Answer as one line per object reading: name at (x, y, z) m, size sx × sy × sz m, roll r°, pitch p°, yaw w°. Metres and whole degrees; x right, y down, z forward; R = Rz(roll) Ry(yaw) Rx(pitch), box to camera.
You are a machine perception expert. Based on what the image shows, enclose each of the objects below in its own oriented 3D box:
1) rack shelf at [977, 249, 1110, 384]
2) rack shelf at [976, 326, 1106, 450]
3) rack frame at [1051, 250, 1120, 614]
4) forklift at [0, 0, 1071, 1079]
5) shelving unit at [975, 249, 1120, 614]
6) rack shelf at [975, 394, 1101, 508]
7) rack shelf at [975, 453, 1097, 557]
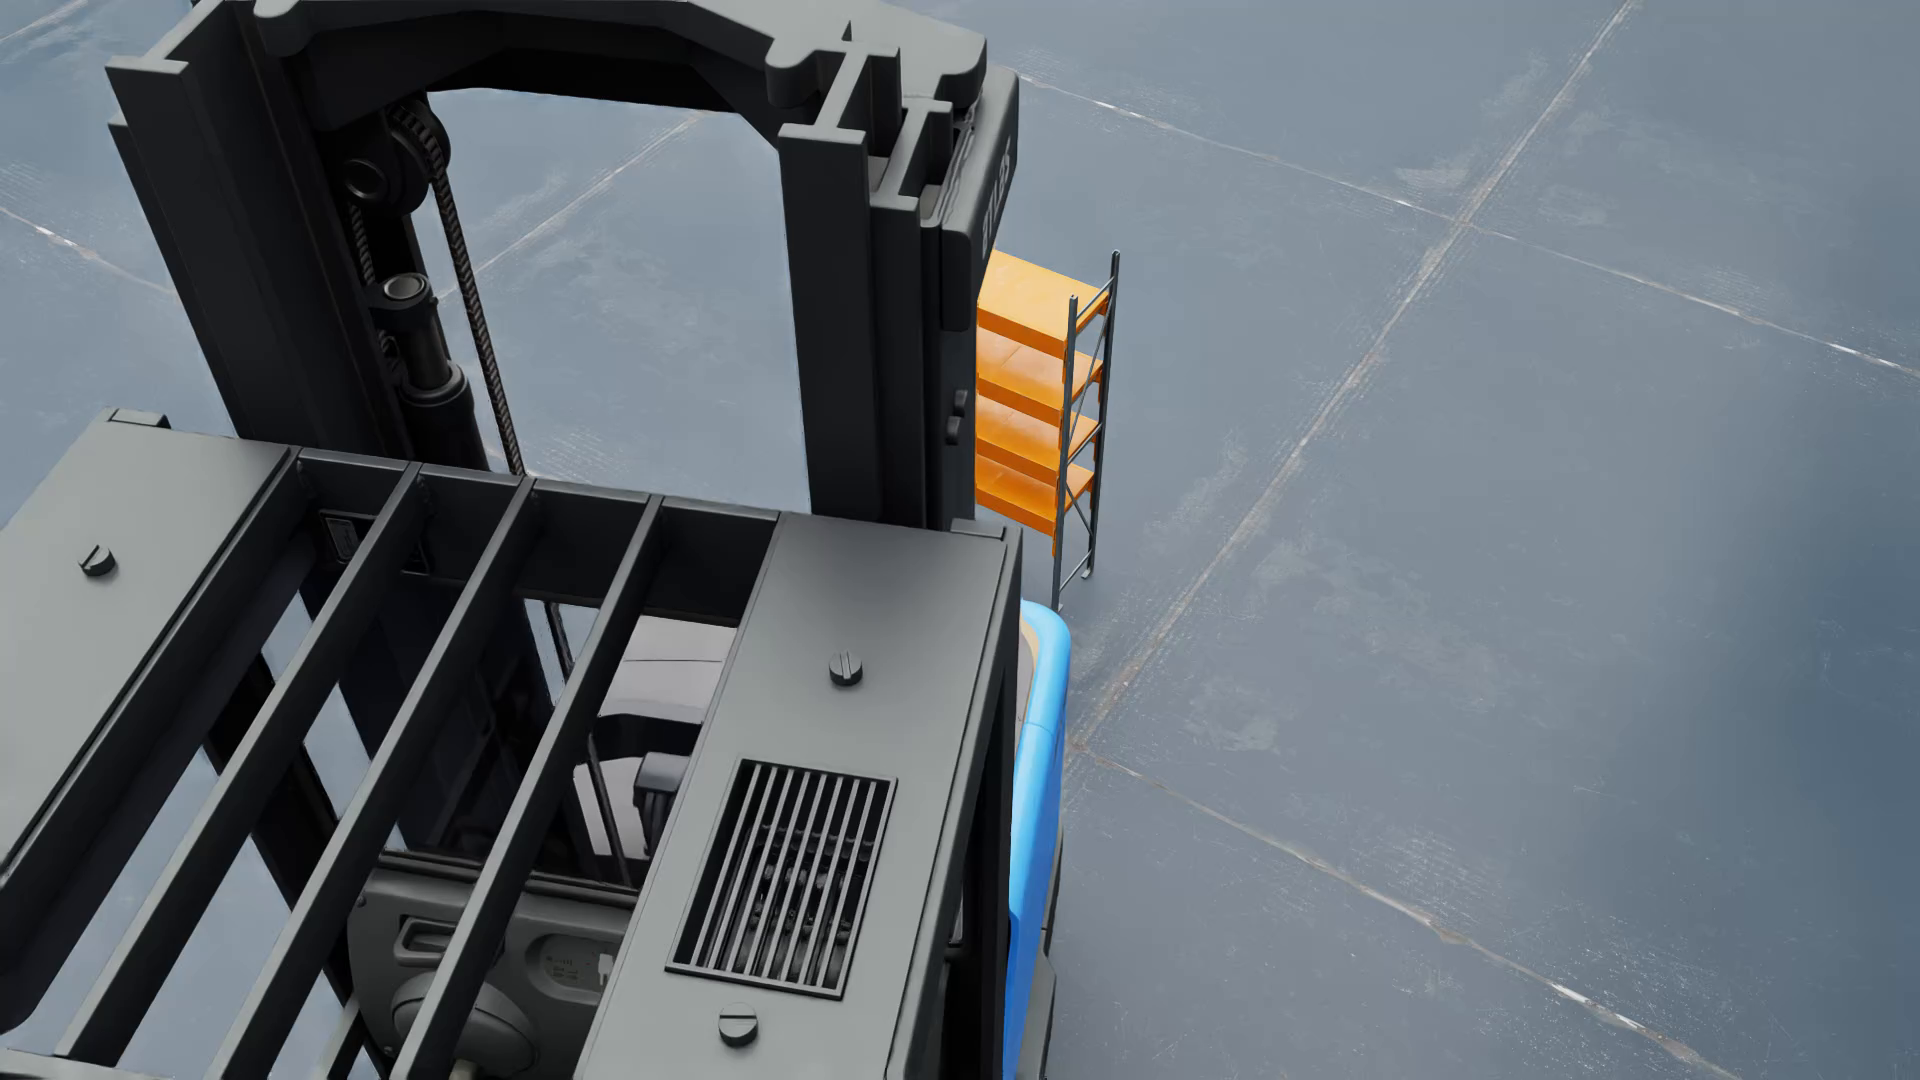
rack shelf at (0.139, -0.628, 4.476) m, size 0.480 × 0.148 × 0.258 m, roll 25°, pitch 51°, yaw 22°
rack shelf at (0.139, -0.463, 4.645) m, size 0.480 × 0.148 × 0.258 m, roll 25°, pitch 51°, yaw 22°
rack frame at (0.345, -0.260, 4.666) m, size 0.015 × 1.200 × 0.240 m, roll 25°, pitch 51°, yaw 22°
forklift at (-0.519, 0.846, 2.384) m, size 1.130 × 2.935 × 3.031 m, roll 8°, pitch 46°, yaw 7°
shelving unit at (0.139, -0.354, 4.757) m, size 0.503 × 1.200 × 0.258 m, roll 25°, pitch 51°, yaw 22°
rack shelf at (0.139, -0.307, 4.806) m, size 0.480 × 0.148 × 0.258 m, roll 25°, pitch 51°, yaw 22°
rack shelf at (0.139, -0.169, 4.948) m, size 0.480 × 0.148 × 0.258 m, roll 25°, pitch 51°, yaw 22°
